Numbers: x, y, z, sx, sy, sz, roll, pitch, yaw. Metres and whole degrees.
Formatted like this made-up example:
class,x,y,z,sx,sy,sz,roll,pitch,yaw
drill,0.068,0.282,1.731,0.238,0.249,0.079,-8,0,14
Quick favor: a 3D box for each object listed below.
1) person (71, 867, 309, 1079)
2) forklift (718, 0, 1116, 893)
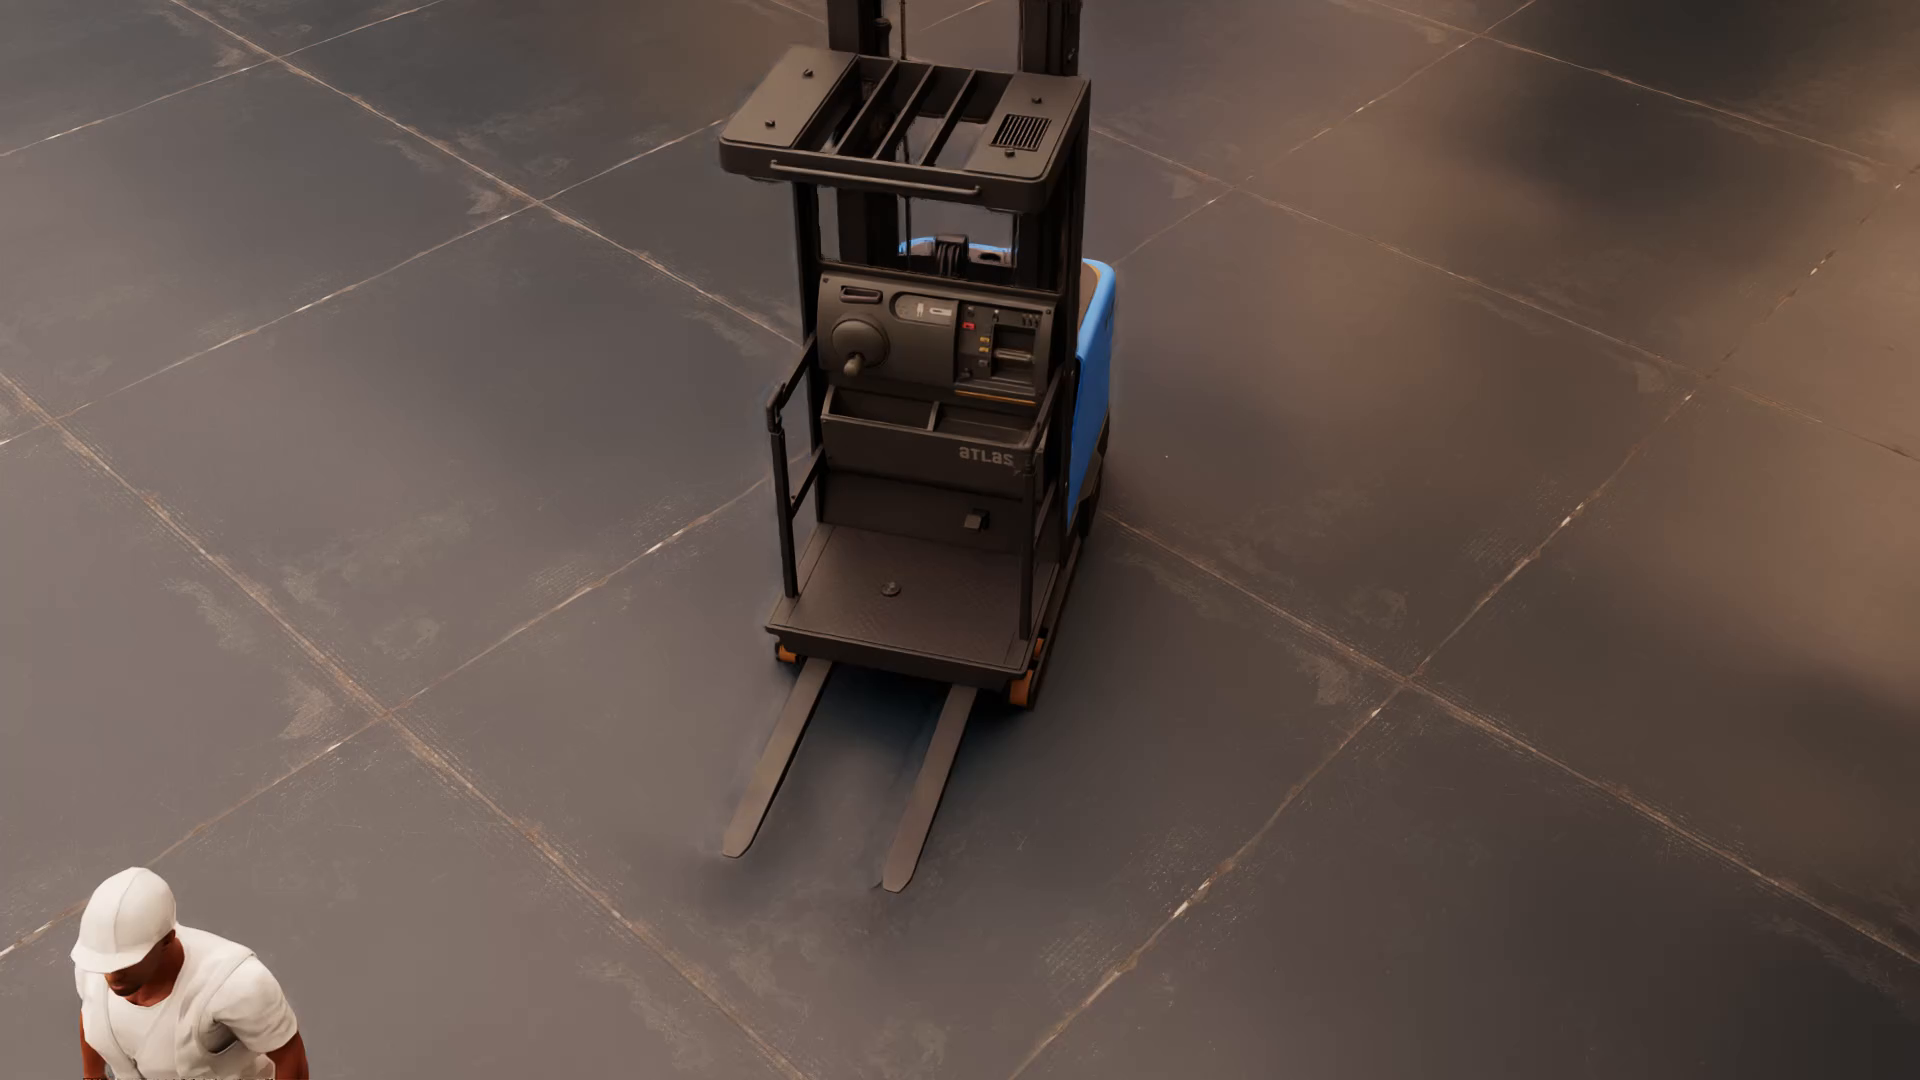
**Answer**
class,x,y,z,sx,sy,sz,roll,pitch,yaw
person,-2.085,1.555,4.519,0.661,1.778,0.492,9,41,10
forklift,-0.152,-0.703,6.248,1.130,2.935,3.031,10,42,11
